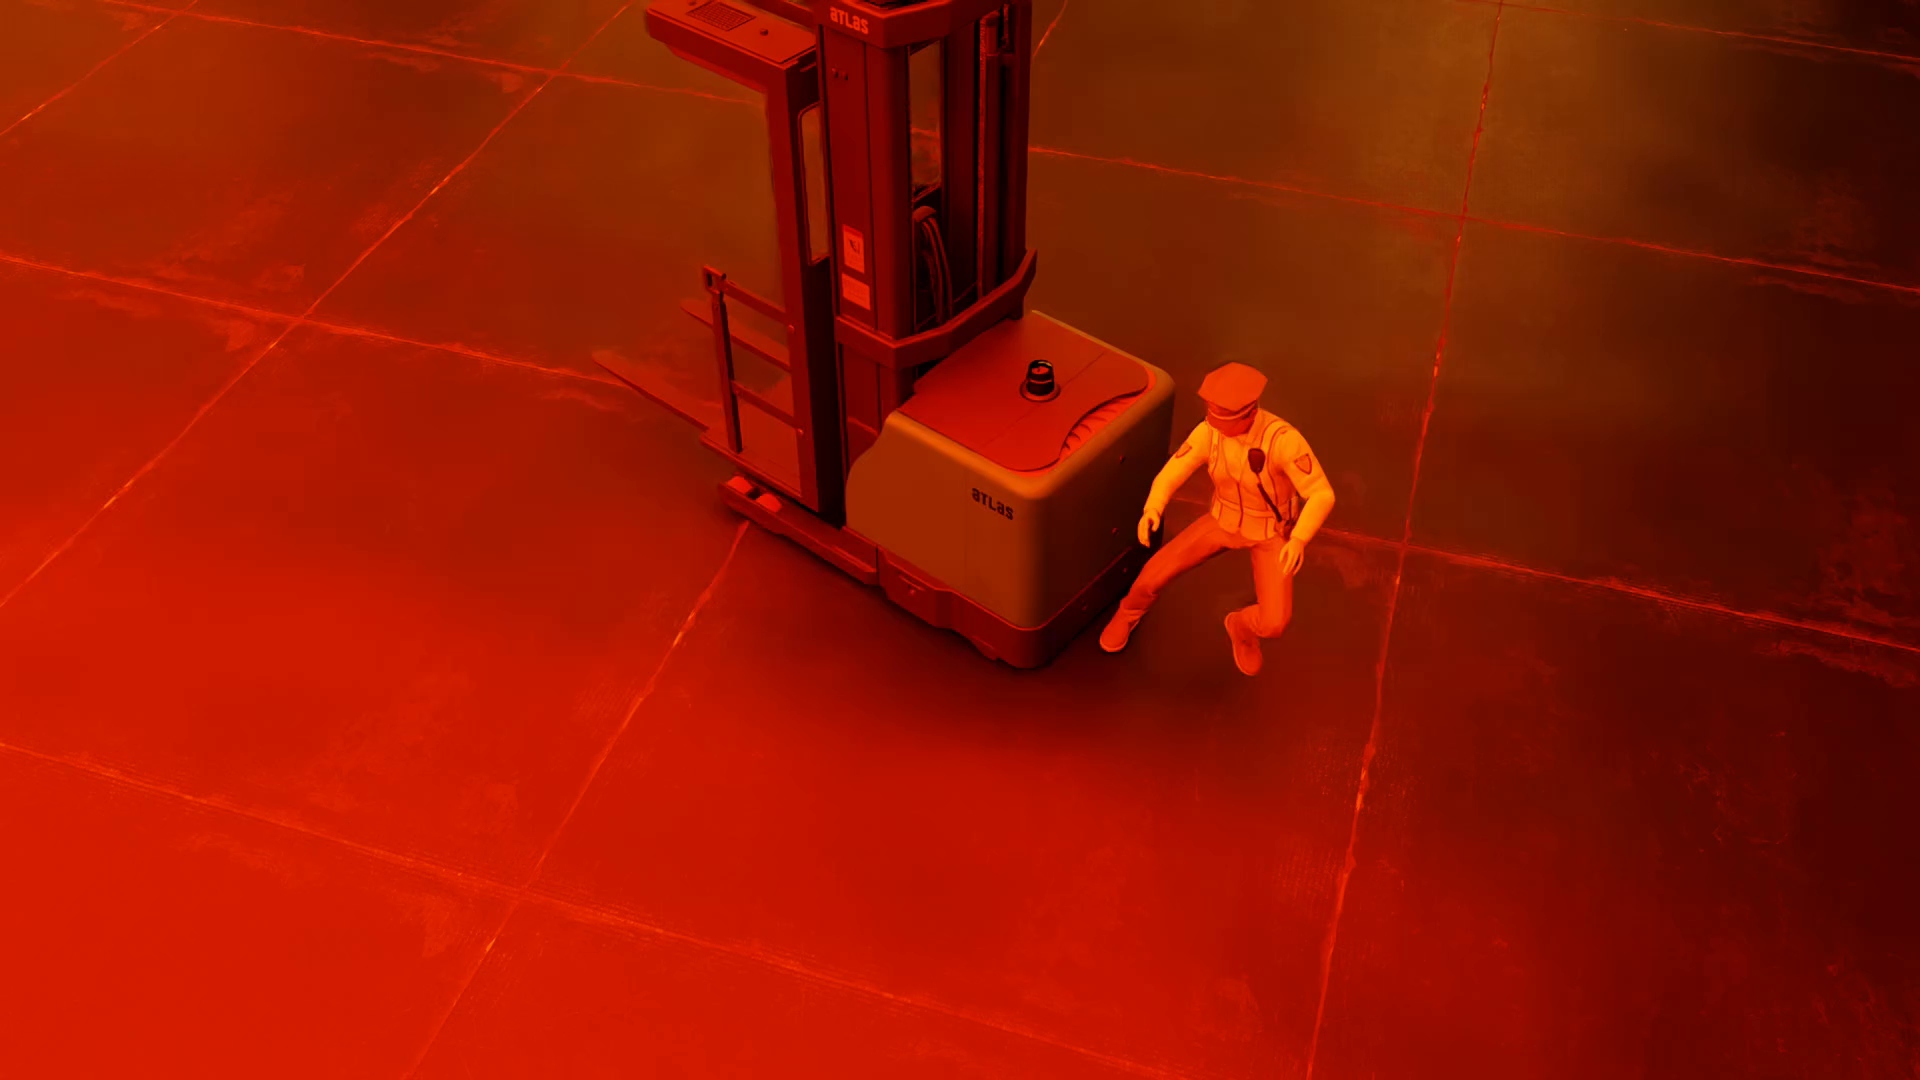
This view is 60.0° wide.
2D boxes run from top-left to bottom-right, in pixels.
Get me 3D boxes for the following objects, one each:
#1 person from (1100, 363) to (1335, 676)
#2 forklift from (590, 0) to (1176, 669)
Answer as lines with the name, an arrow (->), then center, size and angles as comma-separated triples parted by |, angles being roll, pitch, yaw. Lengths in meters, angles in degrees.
person -> 1.045, 0.000, 6.775 | 0.852, 1.438, 0.742 | 26, 49, 25
forklift -> -0.526, -1.373, 7.164 | 3.031, 2.935, 1.130 | 30, 50, 28
